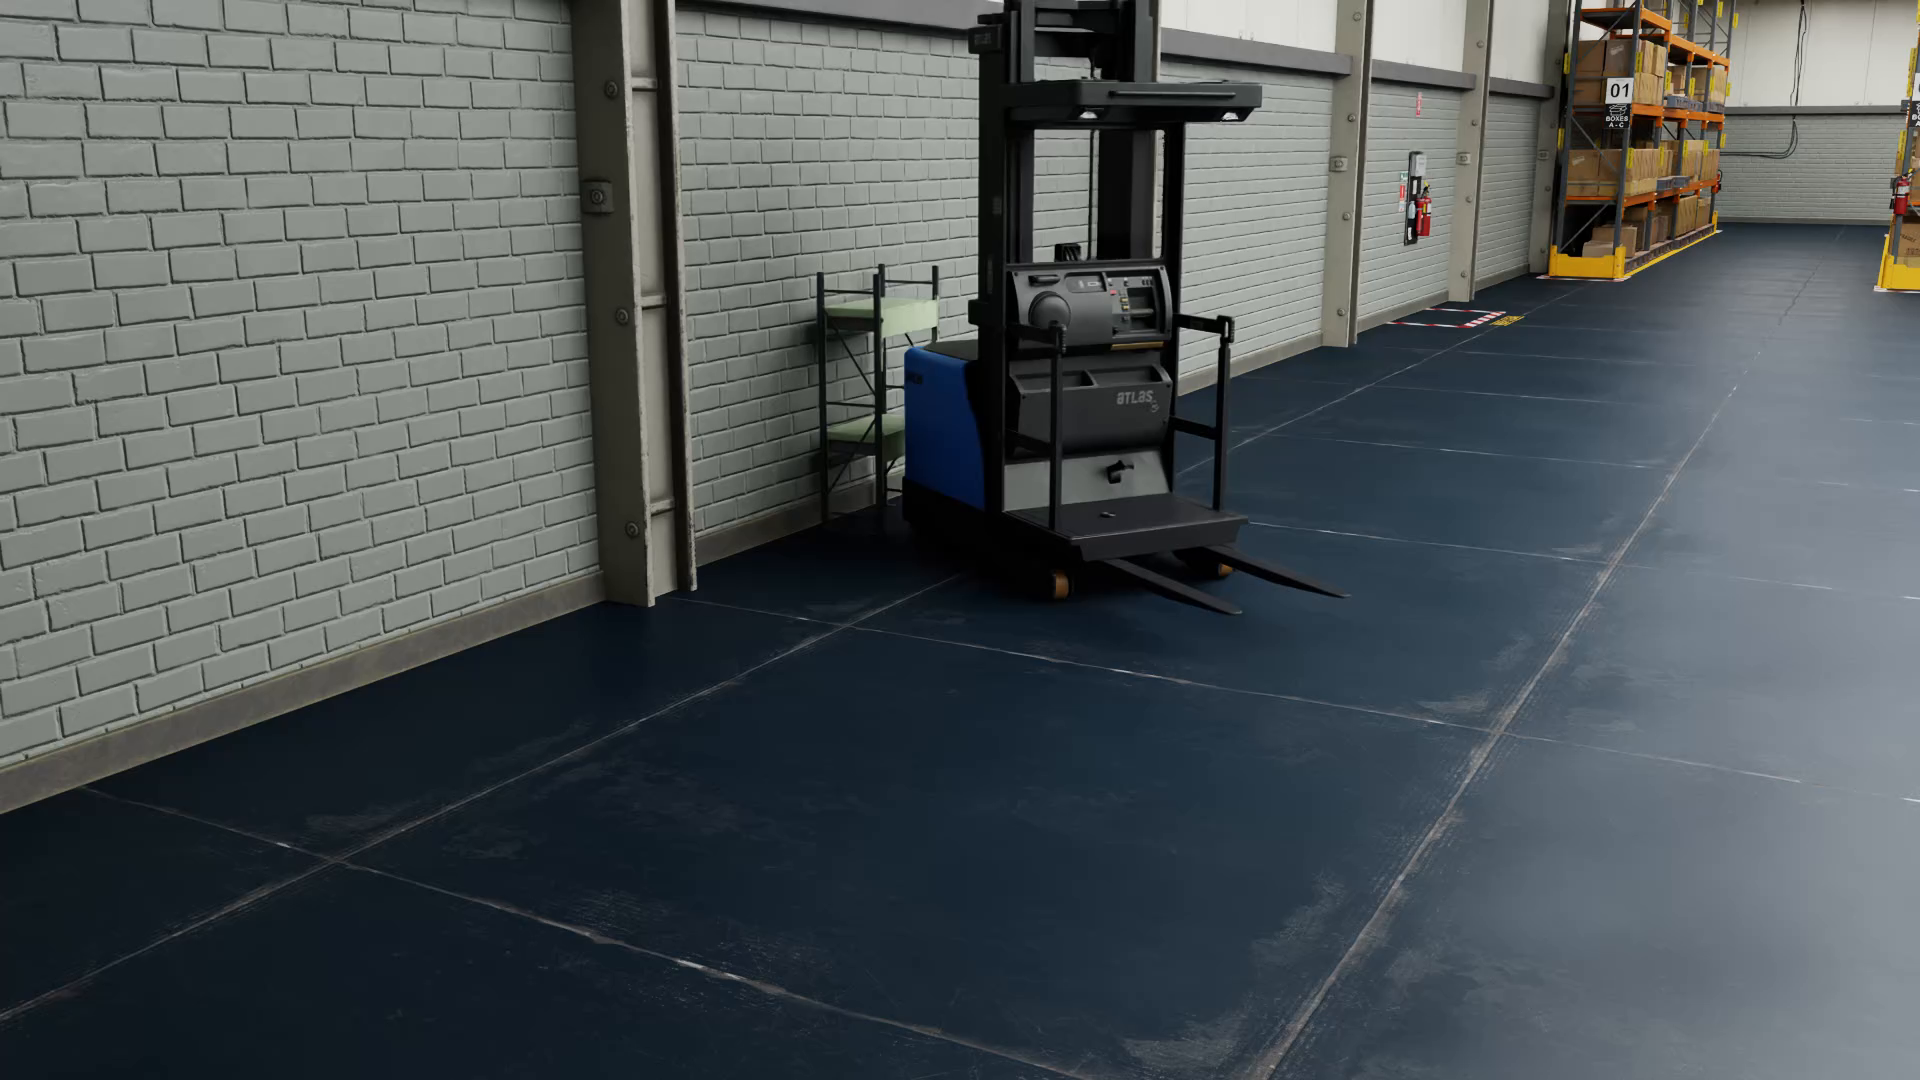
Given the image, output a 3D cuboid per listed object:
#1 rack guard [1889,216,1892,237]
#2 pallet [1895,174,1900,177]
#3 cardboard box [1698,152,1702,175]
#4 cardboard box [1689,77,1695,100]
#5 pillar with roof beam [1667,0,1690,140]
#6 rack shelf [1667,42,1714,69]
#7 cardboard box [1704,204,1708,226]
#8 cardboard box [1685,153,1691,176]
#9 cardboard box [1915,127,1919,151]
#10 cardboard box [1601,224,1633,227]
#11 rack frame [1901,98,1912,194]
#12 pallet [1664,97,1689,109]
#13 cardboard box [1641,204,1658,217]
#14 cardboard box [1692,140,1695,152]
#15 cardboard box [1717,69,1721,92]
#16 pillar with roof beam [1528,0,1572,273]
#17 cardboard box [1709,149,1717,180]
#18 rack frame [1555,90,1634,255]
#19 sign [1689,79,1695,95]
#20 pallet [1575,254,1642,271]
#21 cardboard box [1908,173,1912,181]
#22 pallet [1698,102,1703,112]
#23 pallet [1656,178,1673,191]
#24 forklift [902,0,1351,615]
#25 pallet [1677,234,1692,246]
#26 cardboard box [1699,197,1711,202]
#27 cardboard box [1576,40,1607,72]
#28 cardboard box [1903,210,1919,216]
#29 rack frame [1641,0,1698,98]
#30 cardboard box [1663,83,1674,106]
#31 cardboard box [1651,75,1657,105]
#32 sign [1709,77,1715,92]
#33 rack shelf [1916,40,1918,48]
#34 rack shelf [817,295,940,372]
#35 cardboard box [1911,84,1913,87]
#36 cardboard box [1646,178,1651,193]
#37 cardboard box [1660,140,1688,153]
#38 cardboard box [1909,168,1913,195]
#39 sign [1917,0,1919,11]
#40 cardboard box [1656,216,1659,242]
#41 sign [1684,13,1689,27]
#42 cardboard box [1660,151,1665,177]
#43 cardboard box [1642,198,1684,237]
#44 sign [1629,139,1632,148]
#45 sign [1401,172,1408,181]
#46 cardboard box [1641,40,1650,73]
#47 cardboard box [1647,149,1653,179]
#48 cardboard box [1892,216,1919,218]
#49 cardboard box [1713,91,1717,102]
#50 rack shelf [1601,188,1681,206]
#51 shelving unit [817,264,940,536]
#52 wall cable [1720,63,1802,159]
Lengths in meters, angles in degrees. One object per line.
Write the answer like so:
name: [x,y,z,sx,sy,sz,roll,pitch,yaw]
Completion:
rack guard: [22.487,-7.360,38.997,1.175,0.500,0.348,7,15,28]
pallet: [20.109,-7.525,34.758,1.003,0.211,1.213,7,15,28]
cardboard box: [16.250,-8.411,37.129,0.500,0.500,0.500,7,15,27]
cardboard box: [15.518,-9.762,36.073,0.700,0.500,0.500,7,15,27]
pillar with roof beam: [22.503,-12.232,41.071,9.100,9.000,0.400,7,15,28]
rack shelf: [15.285,-10.293,35.415,1.077,0.370,4.000,7,15,28]
cardboard box: [17.693,-7.883,40.269,0.700,0.500,0.500,7,15,28]
cardboard box: [15.039,-7.890,34.971,0.500,0.500,0.500,8,16,30]
cardboard box: [16.271,-6.613,27.582,0.700,0.500,0.500,7,15,28]
cardboard box: [11.918,-5.471,30.221,0.500,0.500,0.500,6,15,24]
rack frame: [16.723,-6.129,28.556,1.000,3.000,0.127,7,15,28]
pallet: [13.275,-8.384,31.911,1.213,0.211,1.003,7,15,28]
cardboard box: [13.686,-6.610,33.346,0.500,0.250,0.500,8,16,29]
cardboard box: [15.503,-8.460,35.736,0.500,0.250,0.500,7,15,27]
cardboard box: [17.320,-10.656,38.545,0.500,0.500,0.500,7,15,28]
pillar with roof beam: [13.801,-8.539,25.753,9.100,9.000,0.400,7,15,28]
cardboard box: [17.606,-9.041,39.995,0.980,0.700,0.700,7,15,28]
rack frame: [10.451,-5.869,27.477,1.000,3.000,0.127,7,15,28]
sign: [14.793,-9.158,33.616,0.100,0.325,0.005,7,15,28]
pallet: [11.502,-4.941,29.578,1.003,0.211,1.213,7,15,28]
cardboard box: [18.055,-6.745,31.301,0.500,0.311,0.500,7,15,27]
pallet: [15.852,-9.502,36.557,0.805,0.209,1.217,7,15,26]
pallet: [12.882,-6.737,31.486,1.003,0.211,1.213,7,15,28]
forklift: [0.786,-1.237,8.412,1.130,2.935,3.031,-7,15,-26]
pallet: [15.357,-6.557,36.282,1.003,0.211,1.213,7,15,28]
cardboard box: [18.033,-8.254,40.424,0.380,0.149,0.250,7,15,27]
cardboard box: [10.431,-7.990,27.484,0.500,0.500,0.500,8,16,31]
cardboard box: [18.927,-6.543,33.070,0.500,0.250,0.500,8,16,30]
rack frame: [14.319,-10.427,33.582,1.000,3.000,0.127,7,15,28]
cardboard box: [13.611,-8.773,32.860,0.797,0.503,0.637,10,17,36]
cardboard box: [11.867,-7.854,29.056,0.500,0.500,0.500,7,15,26]
sign: [16.732,-10.134,36.994,0.100,0.325,0.005,7,15,28]
rack shelf: [17.690,-8.912,29.687,1.077,0.370,4.000,7,15,28]
rack shelf: [-0.470,-1.230,9.769,0.431,0.370,0.720,6,15,25]
cardboard box: [15.988,-7.632,27.386,0.500,0.311,0.500,6,15,25]
cardboard box: [11.944,-6.289,29.496,0.500,0.250,0.500,7,15,28]
cardboard box: [14.778,-8.148,34.438,0.500,0.250,0.500,8,16,29]
cardboard box: [16.514,-6.086,28.164,0.700,0.500,0.500,7,15,27]
sign: [20.124,-11.245,34.813,0.100,0.325,0.005,7,15,28]
cardboard box: [13.665,-6.263,33.506,0.700,0.500,0.500,7,15,28]
sign: [17.703,-12.663,40.528,0.100,0.325,0.005,7,15,28]
cardboard box: [13.228,-7.305,32.282,0.700,0.500,0.500,10,17,36]
cardboard box: [14.789,-6.805,35.052,0.750,0.750,0.750,7,15,27]
sign: [13.831,-8.135,34.408,0.100,0.325,0.005,7,15,28]
sign: [5.556,-4.550,20.800,0.001,0.109,0.331,7,15,28]
cardboard box: [11.137,-8.020,27.611,0.500,0.500,0.500,7,15,27]
cardboard box: [11.938,-6.654,29.410,0.500,0.500,0.500,7,15,26]
cardboard box: [15.990,-5.198,28.065,0.500,0.500,0.500,7,15,28]
cardboard box: [17.076,-10.184,38.186,0.500,0.250,0.500,7,15,27]
rack shelf: [13.352,-6.750,32.668,1.077,0.370,4.000,7,15,28]
shelving unit: [-0.470,-0.850,9.860,0.431,1.500,0.755,6,15,25]
wall cable: [21.233,-11.678,45.400,3.097,2.526,0.112,7,15,28]
